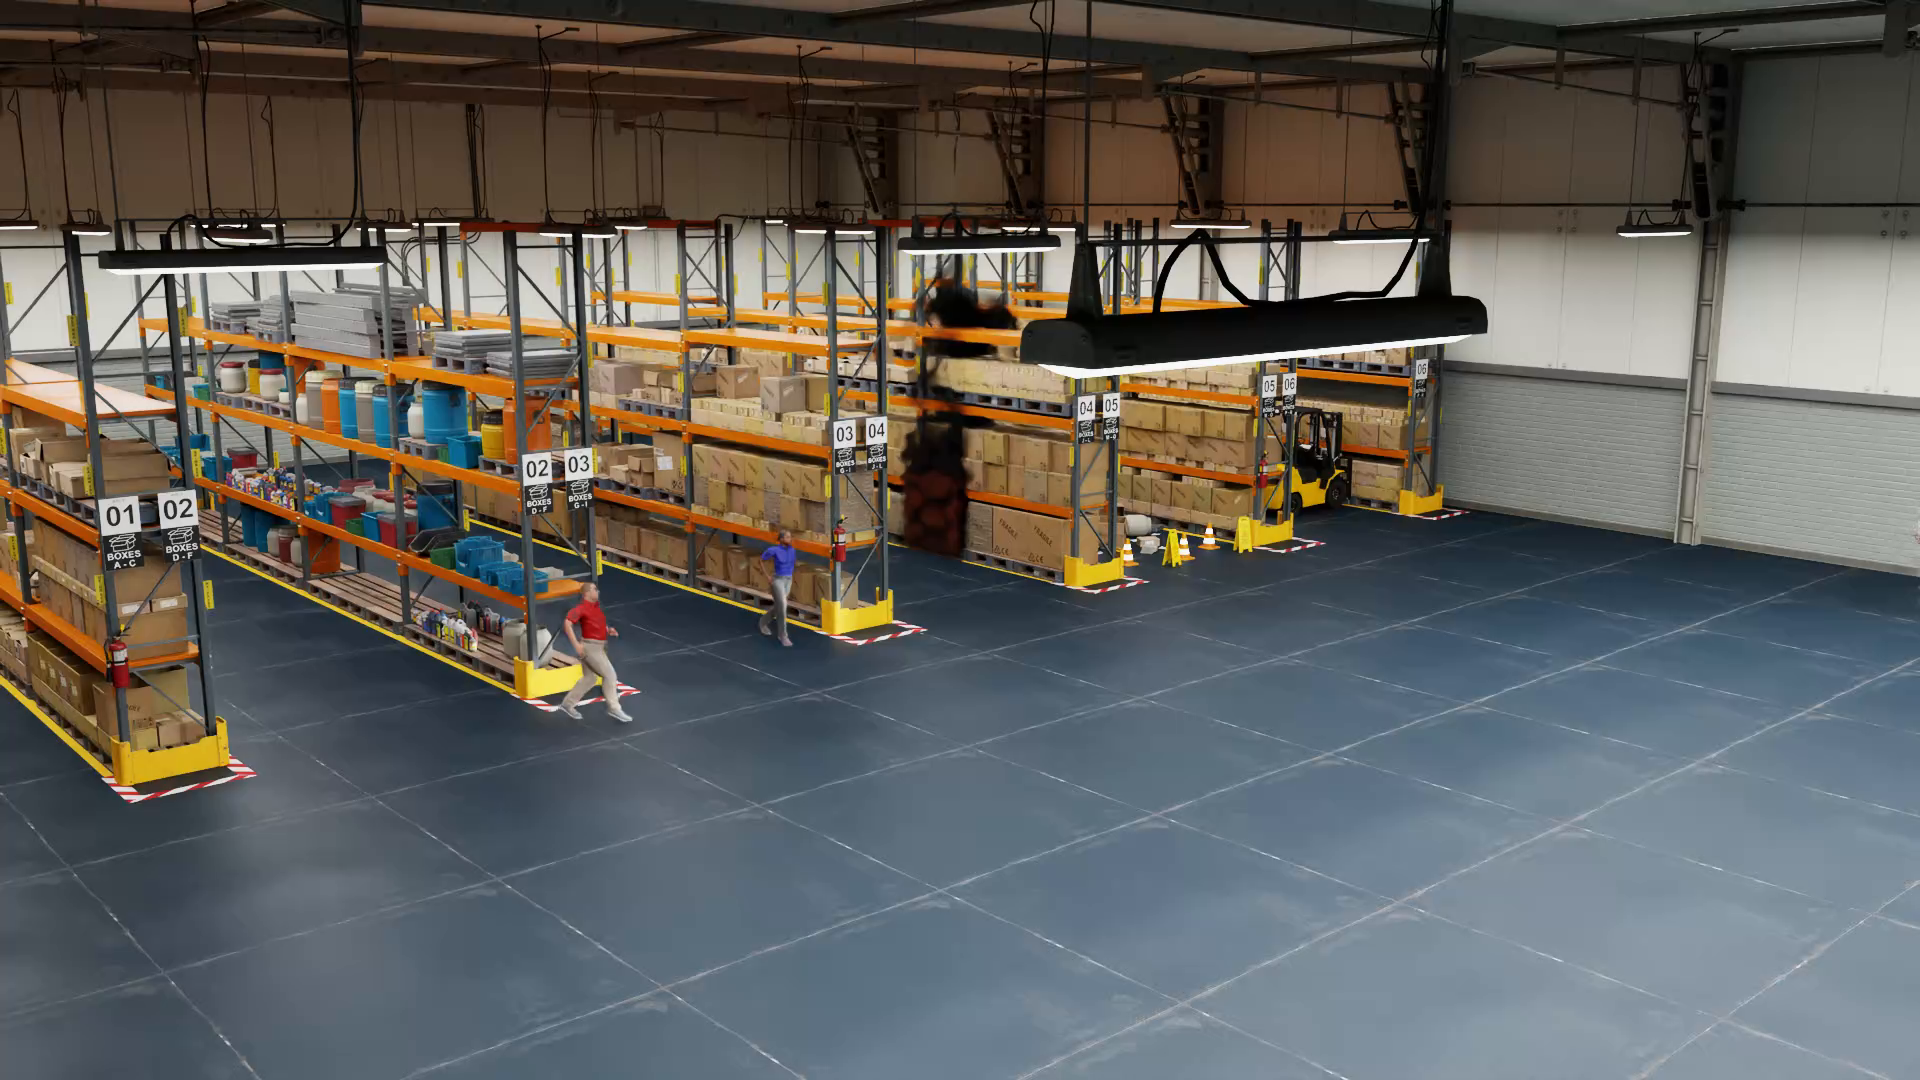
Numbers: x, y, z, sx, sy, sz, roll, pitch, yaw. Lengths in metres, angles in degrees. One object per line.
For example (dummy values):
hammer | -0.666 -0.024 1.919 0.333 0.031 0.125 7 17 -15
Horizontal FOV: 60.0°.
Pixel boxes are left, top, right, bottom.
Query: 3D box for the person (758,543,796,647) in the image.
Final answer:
person | -2.635 0.774 24.508 0.854 1.477 0.550 9 15 39
